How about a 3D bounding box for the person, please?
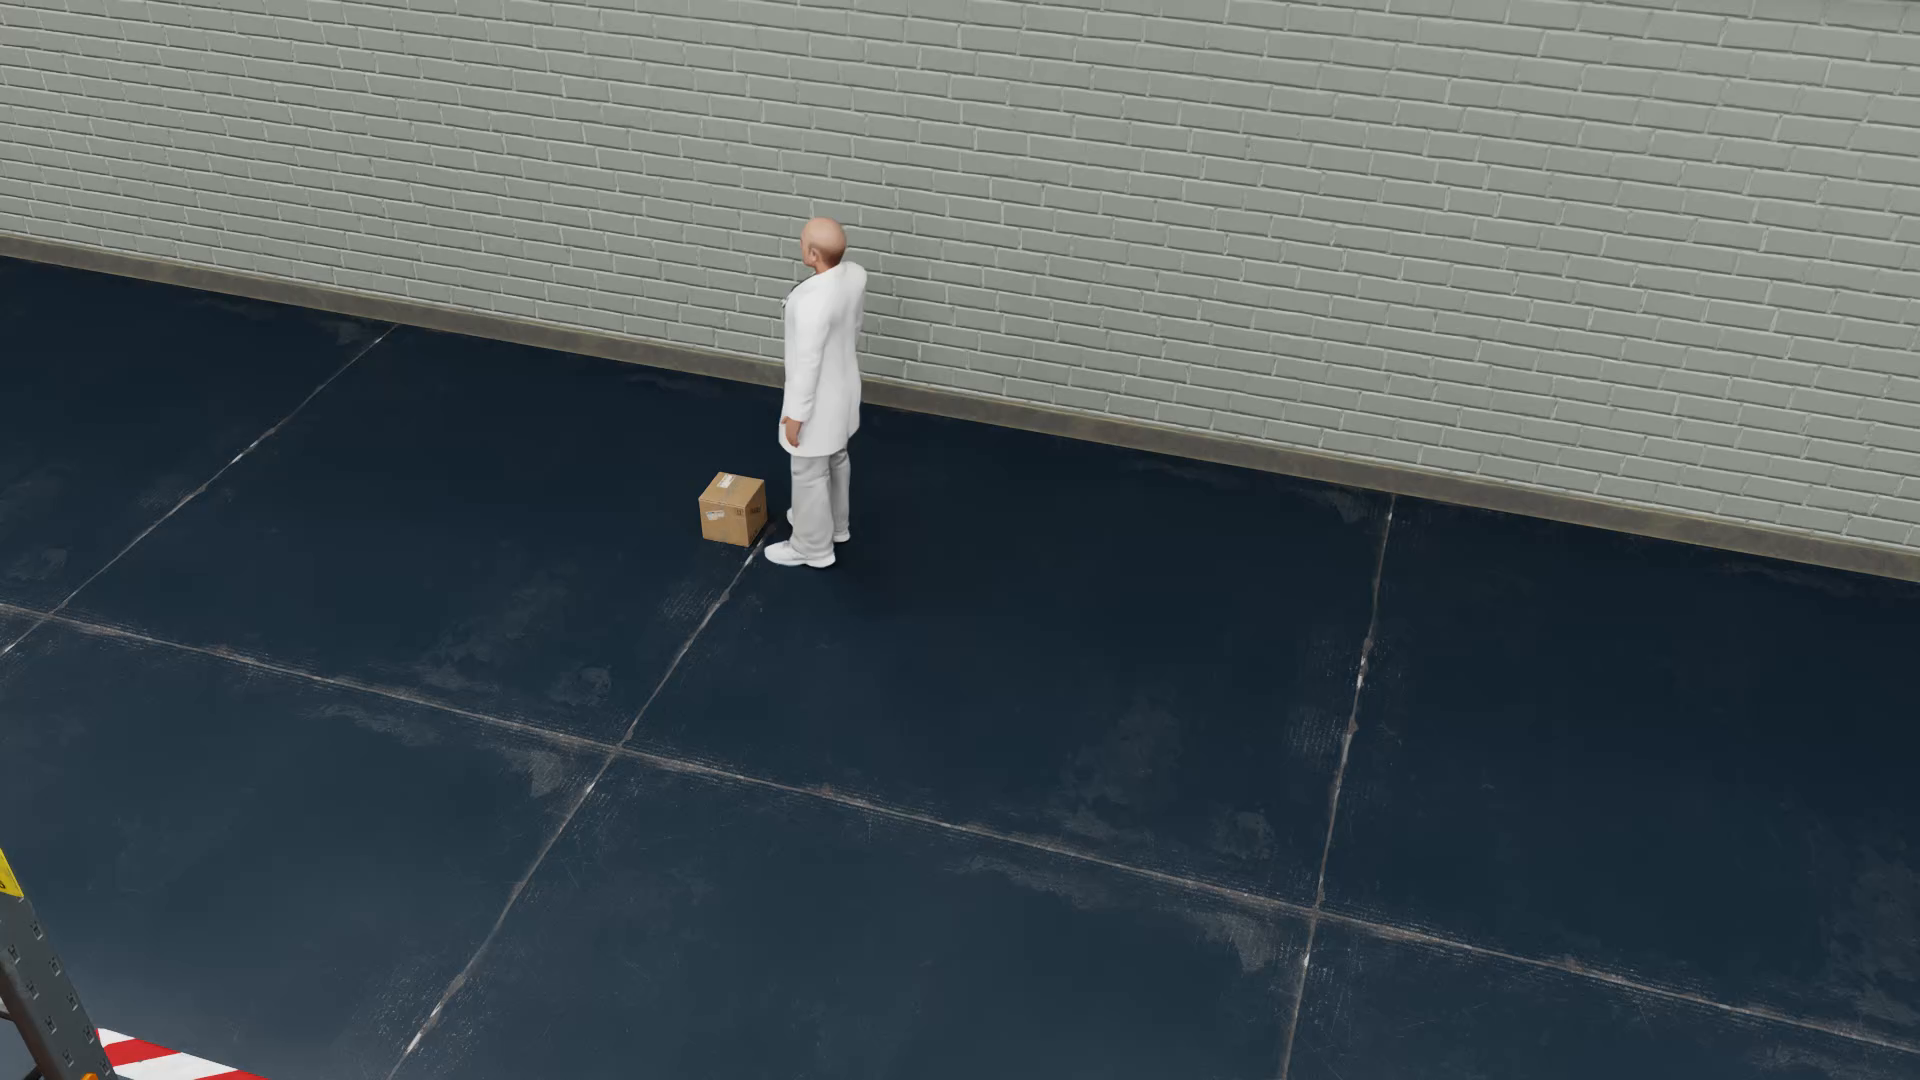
[{"bbox_3d":[-0.710,-0.696,7.823,0.470,1.802,0.618,14,39,18],"label":"person"}]
